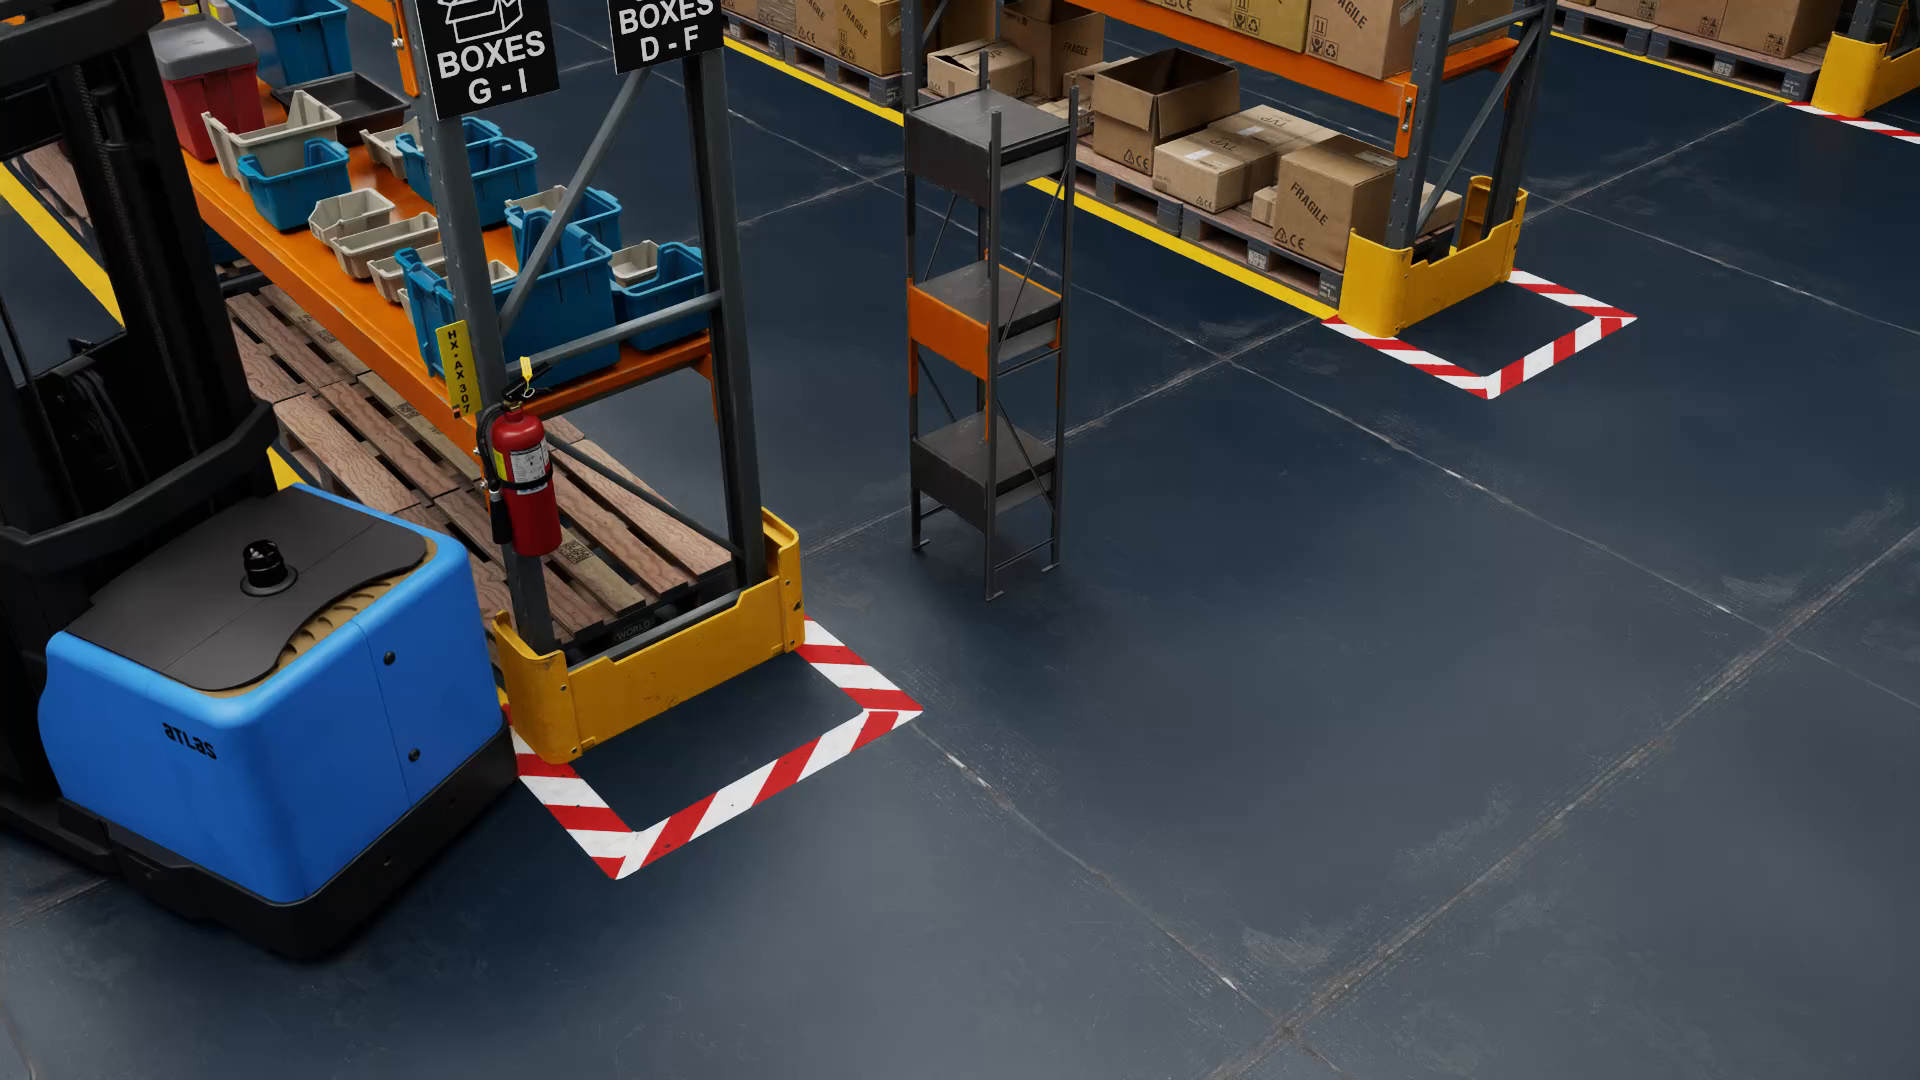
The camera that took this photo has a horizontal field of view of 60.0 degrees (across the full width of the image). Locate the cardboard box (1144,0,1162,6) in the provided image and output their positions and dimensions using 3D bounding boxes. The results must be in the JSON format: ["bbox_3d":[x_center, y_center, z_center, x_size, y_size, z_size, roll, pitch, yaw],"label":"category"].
[{"bbox_3d":[1.132,-3.339,9.283,0.500,0.500,0.500,-27,43,-32],"label":"cardboard box"}]

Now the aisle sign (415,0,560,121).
[{"bbox_3d":[-1.354,-1.604,4.670,0.394,0.787,0.004,-26,43,-32],"label":"aisle sign"}]

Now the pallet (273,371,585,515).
[{"bbox_3d":[-2.463,-0.463,7.721,1.003,0.211,1.213,-26,43,-32],"label":"pallet"}]

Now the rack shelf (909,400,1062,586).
[{"bbox_3d":[0.107,-0.201,6.952,0.431,0.518,0.480,-26,43,-32],"label":"rack shelf"}]

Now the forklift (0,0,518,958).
[{"bbox_3d":[-3.124,-0.475,5.385,3.031,2.935,1.130,17,39,23],"label":"forklift"}]

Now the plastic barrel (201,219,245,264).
[{"bbox_3d":[-4.096,-2.012,8.947,0.600,0.901,0.708,-26,43,-32],"label":"plastic barrel"}]

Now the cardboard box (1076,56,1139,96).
[{"bbox_3d":[1.096,-2.901,10.697,0.500,0.311,0.500,-26,43,-32],"label":"cardboard box"}]

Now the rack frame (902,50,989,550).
[{"bbox_3d":[-0.051,-0.892,6.692,0.400,2.100,0.015,-26,43,-32],"label":"rack frame"}]

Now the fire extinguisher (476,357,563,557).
[{"bbox_3d":[-1.427,-0.264,5.417,0.296,0.674,0.183,-26,43,-32],"label":"fire extinguisher"}]

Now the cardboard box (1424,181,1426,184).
[{"bbox_3d":[2.440,-1.976,9.516,0.380,0.166,0.250,-26,43,-32],"label":"cardboard box"}]

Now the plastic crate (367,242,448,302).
[{"bbox_3d":[-2.018,-1.027,6.280,0.396,0.136,0.243,-26,43,-32],"label":"plastic crate"}]

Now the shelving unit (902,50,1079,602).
[{"bbox_3d":[0.107,-0.784,6.540,0.431,2.100,0.503,-26,43,-32],"label":"shelving unit"}]

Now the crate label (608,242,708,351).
[{"bbox_3d":[-1.085,-0.872,5.979,0.416,0.233,0.303,-26,43,-32],"label":"crate label"}]

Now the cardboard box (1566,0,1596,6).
[{"bbox_3d":[4.865,-4.477,12.776,0.700,0.500,0.500,-25,42,-31],"label":"cardboard box"}]

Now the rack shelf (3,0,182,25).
[{"bbox_3d":[-5.049,-3.039,9.569,1.077,0.370,4.000,-26,43,-32],"label":"rack shelf"}]

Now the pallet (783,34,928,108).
[{"bbox_3d":[-0.526,-3.503,12.013,1.003,0.211,1.213,-26,43,-32],"label":"pallet"}]

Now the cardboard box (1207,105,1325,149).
[{"bbox_3d":[1.830,-2.375,10.006,0.500,0.250,0.500,-26,43,-32],"label":"cardboard box"}]

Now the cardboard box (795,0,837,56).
[{"bbox_3d":[-0.822,-3.788,11.785,0.500,0.500,0.500,-26,43,-32],"label":"cardboard box"}]

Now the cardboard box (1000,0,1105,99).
[{"bbox_3d":[0.612,-3.309,11.110,0.500,0.500,0.500,-26,43,-32],"label":"cardboard box"}]

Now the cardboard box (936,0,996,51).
[{"bbox_3d":[-0.098,-3.760,11.745,0.500,0.500,0.500,-28,44,-34],"label":"cardboard box"}]

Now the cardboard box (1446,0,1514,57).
[{"bbox_3d":[2.524,-2.865,8.613,0.500,0.500,0.500,-25,42,-31],"label":"cardboard box"}]

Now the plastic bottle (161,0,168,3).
[{"bbox_3d":[-4.480,-3.098,9.136,0.152,0.276,0.135,-26,43,-32],"label":"plastic bottle"}]

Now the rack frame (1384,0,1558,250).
[{"bbox_3d":[2.609,-2.530,8.227,1.000,3.000,0.127,-26,43,-32],"label":"rack frame"}]

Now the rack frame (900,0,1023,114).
[{"bbox_3d":[0.028,-4.296,10.720,1.000,3.000,0.127,-26,43,-32],"label":"rack frame"}]

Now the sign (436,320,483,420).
[{"bbox_3d":[-1.587,-0.538,5.273,0.100,0.325,0.005,-26,43,-32],"label":"sign"}]

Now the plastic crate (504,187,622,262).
[{"bbox_3d":[-1.510,-1.163,6.389,0.416,0.233,0.300,-26,43,-32],"label":"plastic crate"}]

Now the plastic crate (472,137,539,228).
[{"bbox_3d":[-1.934,-1.453,6.799,0.416,0.233,0.300,-26,43,-32],"label":"plastic crate"}]

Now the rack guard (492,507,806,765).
[{"bbox_3d":[-1.152,0.342,6.335,1.175,0.500,0.348,-26,43,-32],"label":"rack guard"}]

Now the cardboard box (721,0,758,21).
[{"bbox_3d":[-1.475,-4.233,12.413,0.500,0.500,0.500,-28,44,-33],"label":"cardboard box"}]

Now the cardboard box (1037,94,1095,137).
[{"bbox_3d":[0.700,-2.675,10.502,0.380,0.166,0.250,-26,43,-32],"label":"cardboard box"}]

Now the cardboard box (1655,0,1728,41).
[{"bbox_3d":[5.540,-4.023,12.134,0.700,0.500,0.500,-26,43,-32],"label":"cardboard box"}]

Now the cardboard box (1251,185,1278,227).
[{"bbox_3d":[1.878,-1.914,9.427,0.380,0.166,0.250,-26,43,-32],"label":"cardboard box"}]

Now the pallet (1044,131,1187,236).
[{"bbox_3d":[1.262,-2.315,10.337,1.003,0.211,1.213,-26,43,-32],"label":"pallet"}]

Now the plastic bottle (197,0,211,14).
[{"bbox_3d":[-4.002,-2.907,8.867,0.152,0.276,0.135,-26,43,-32],"label":"plastic bottle"}]

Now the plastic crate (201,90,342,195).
[{"bbox_3d":[-2.914,-1.683,7.082,0.437,0.282,0.530,-26,43,-32],"label":"plastic crate"}]

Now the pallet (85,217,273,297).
[{"bbox_3d":[-4.224,-1.668,9.423,1.003,0.211,1.213,-26,43,-32],"label":"pallet"}]

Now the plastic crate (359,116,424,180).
[{"bbox_3d":[-2.405,-1.710,7.246,0.293,0.136,0.466,-26,43,-32],"label":"plastic crate"}]

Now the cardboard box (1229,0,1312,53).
[{"bbox_3d":[1.775,-2.894,8.655,0.500,0.500,0.500,-26,43,-31],"label":"cardboard box"}]

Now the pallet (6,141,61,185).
[{"bbox_3d":[-5.799,-2.745,10.944,1.003,0.211,1.213,-26,43,-32],"label":"pallet"}]

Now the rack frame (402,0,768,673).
[{"bbox_3d":[-1.177,-0.684,5.620,1.000,3.000,0.127,-26,43,-32],"label":"rack frame"}]

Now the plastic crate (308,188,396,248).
[{"bbox_3d":[-2.421,-1.264,6.616,0.298,0.136,0.250,-26,43,-32],"label":"plastic crate"}]

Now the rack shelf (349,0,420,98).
[{"bbox_3d":[-2.468,-2.497,6.208,1.077,0.370,4.000,-26,43,-32],"label":"rack shelf"}]

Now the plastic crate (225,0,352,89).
[{"bbox_3d":[-3.196,-2.389,7.990,0.392,0.384,0.575,-26,43,-32],"label":"plastic crate"}]

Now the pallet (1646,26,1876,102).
[{"bbox_3d":[5.815,-3.565,12.101,1.003,0.211,1.213,-26,43,-32],"label":"pallet"}]

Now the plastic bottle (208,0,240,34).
[{"bbox_3d":[-3.764,-2.724,8.543,0.144,0.351,0.185,-26,43,-32],"label":"plastic bottle"}]
